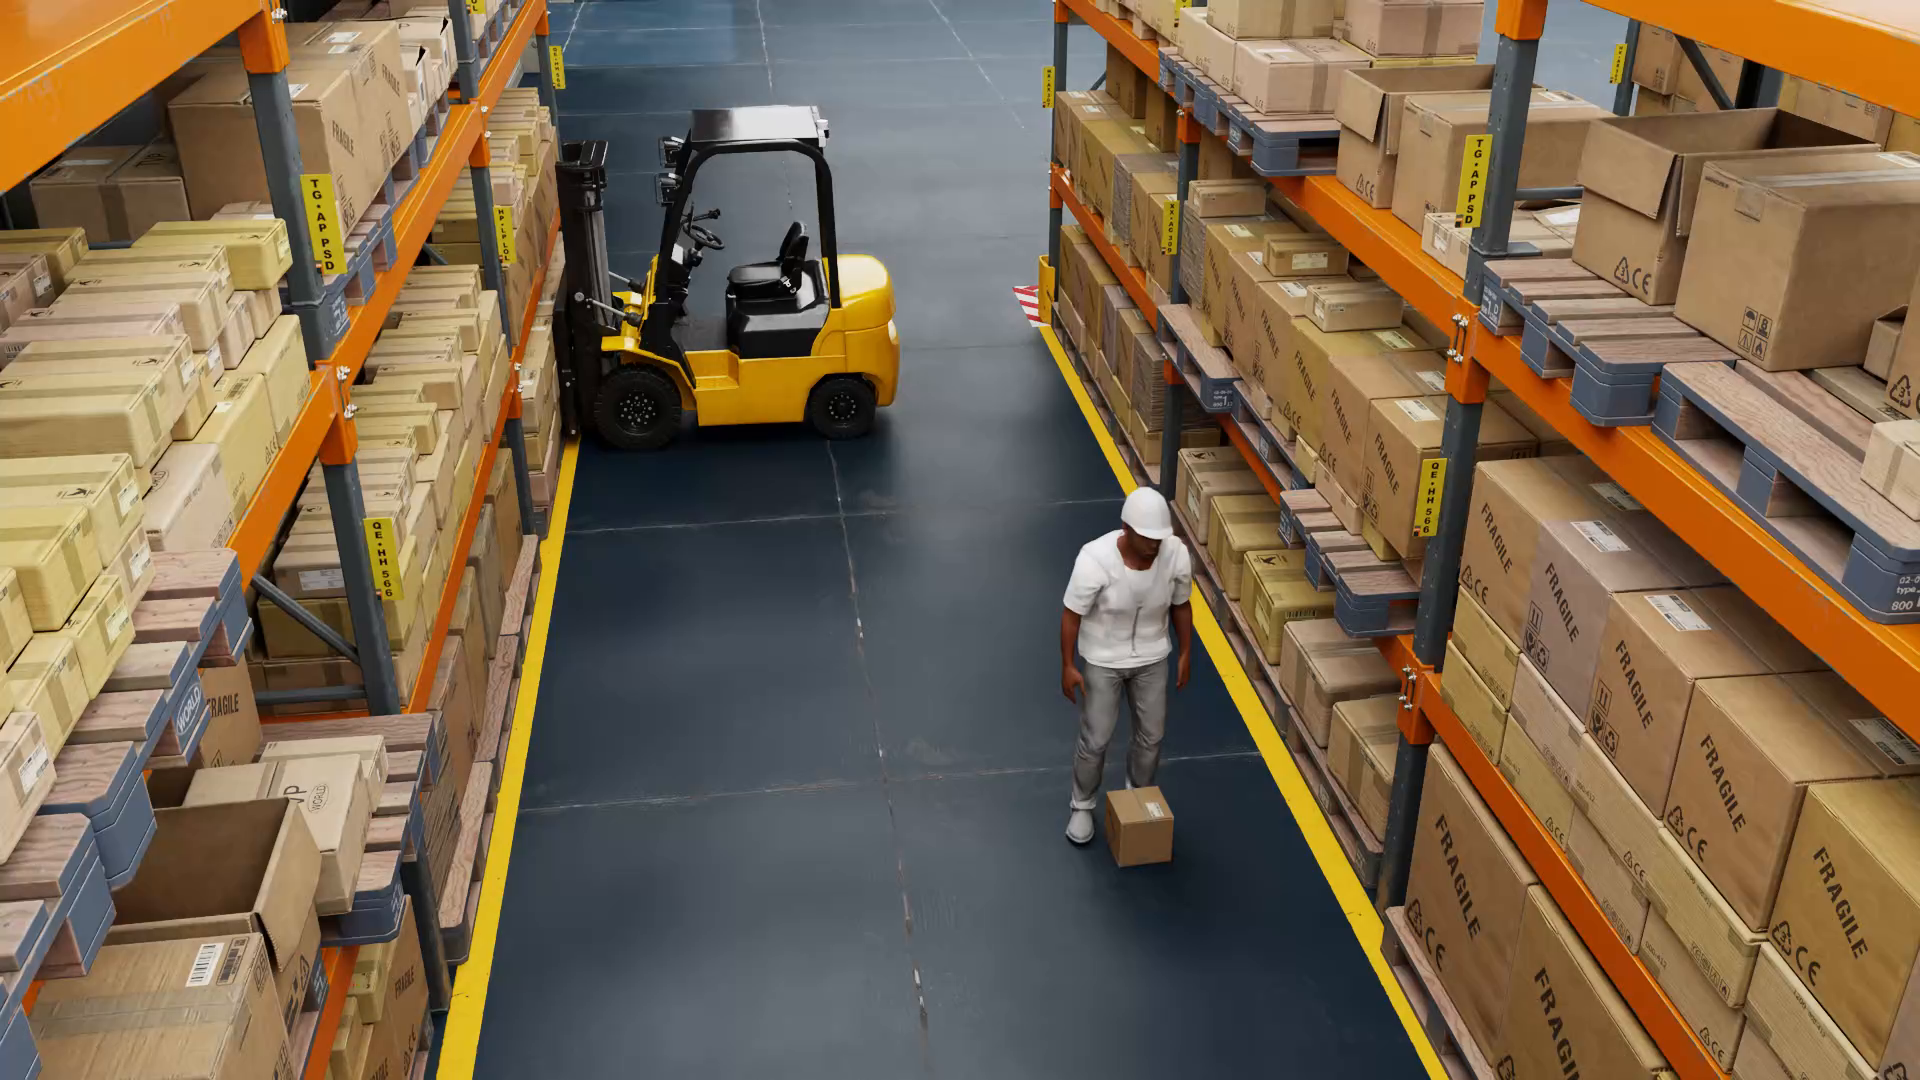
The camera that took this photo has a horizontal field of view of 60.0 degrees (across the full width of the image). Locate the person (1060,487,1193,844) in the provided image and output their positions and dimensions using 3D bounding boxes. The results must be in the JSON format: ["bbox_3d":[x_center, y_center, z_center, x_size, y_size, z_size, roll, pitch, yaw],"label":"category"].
[{"bbox_3d":[0.758,0.550,7.524,0.629,1.755,0.460,-6,28,-11],"label":"person"}]
